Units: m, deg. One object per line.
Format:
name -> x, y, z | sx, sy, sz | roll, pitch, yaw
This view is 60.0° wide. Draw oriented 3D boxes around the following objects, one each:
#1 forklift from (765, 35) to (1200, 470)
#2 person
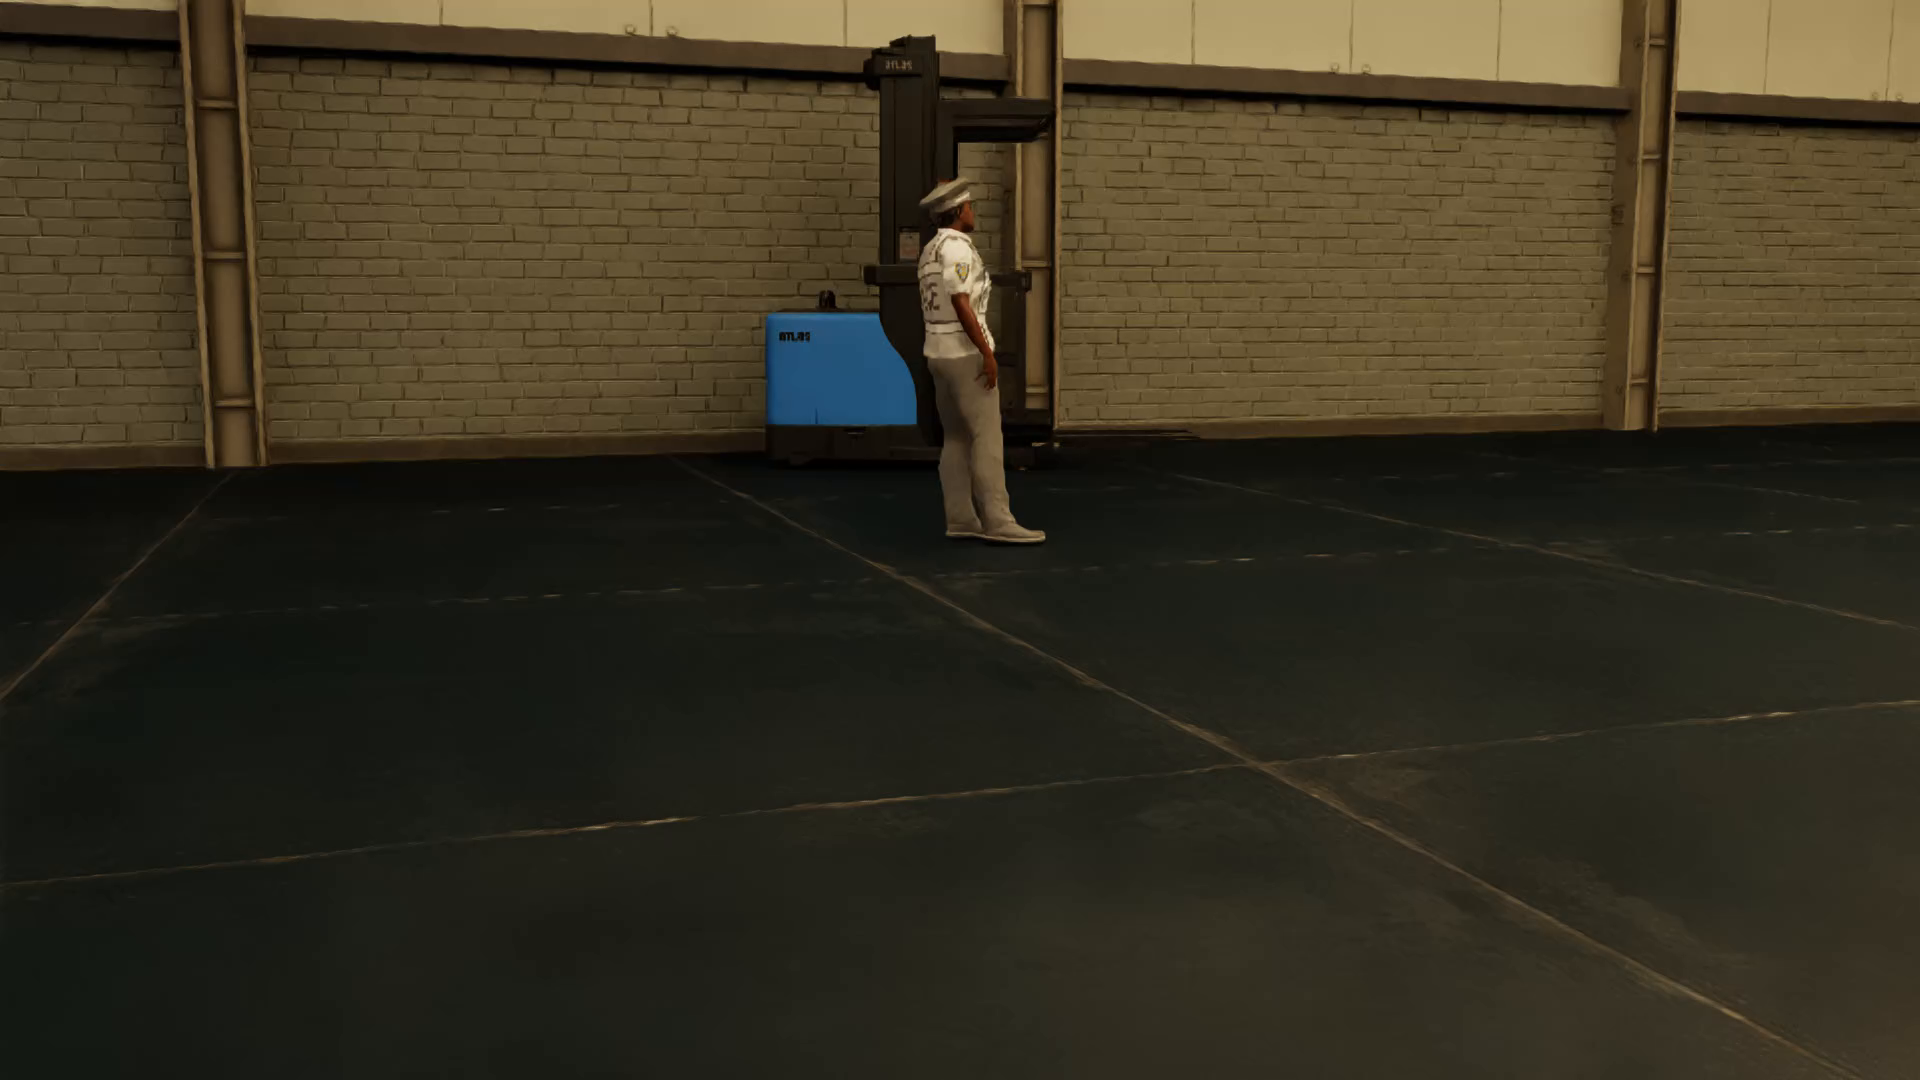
forklift -> 0.168, -2.004, 11.786 | 3.031, 2.935, 1.130 | 0, 8, 1
person -> 0.077, -0.848, 7.814 | 0.529, 1.695, 0.570 | -3, 8, -18
